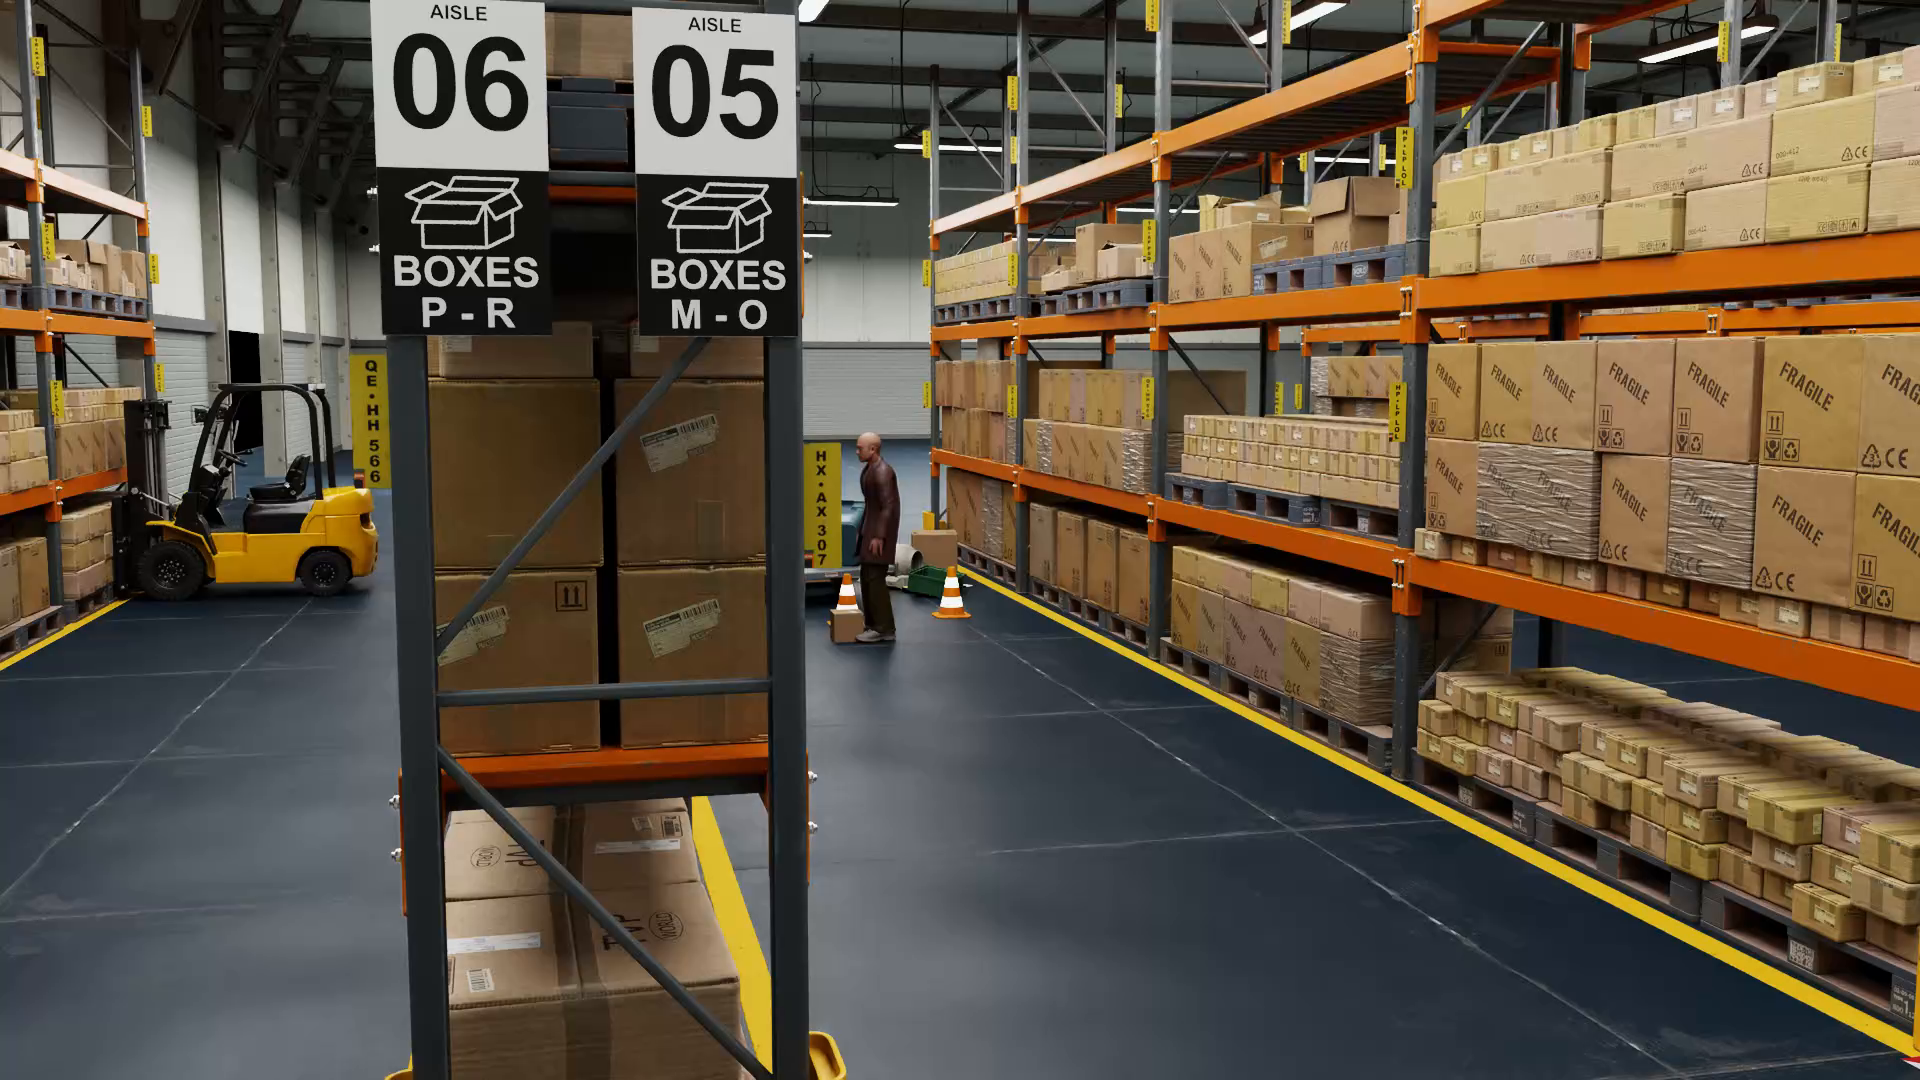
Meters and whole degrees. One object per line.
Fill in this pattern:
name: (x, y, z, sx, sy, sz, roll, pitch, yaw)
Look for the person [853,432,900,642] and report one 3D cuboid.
person: (-0.726, -0.032, 14.181, 0.417, 1.774, 0.656, -2, 6, -16)
